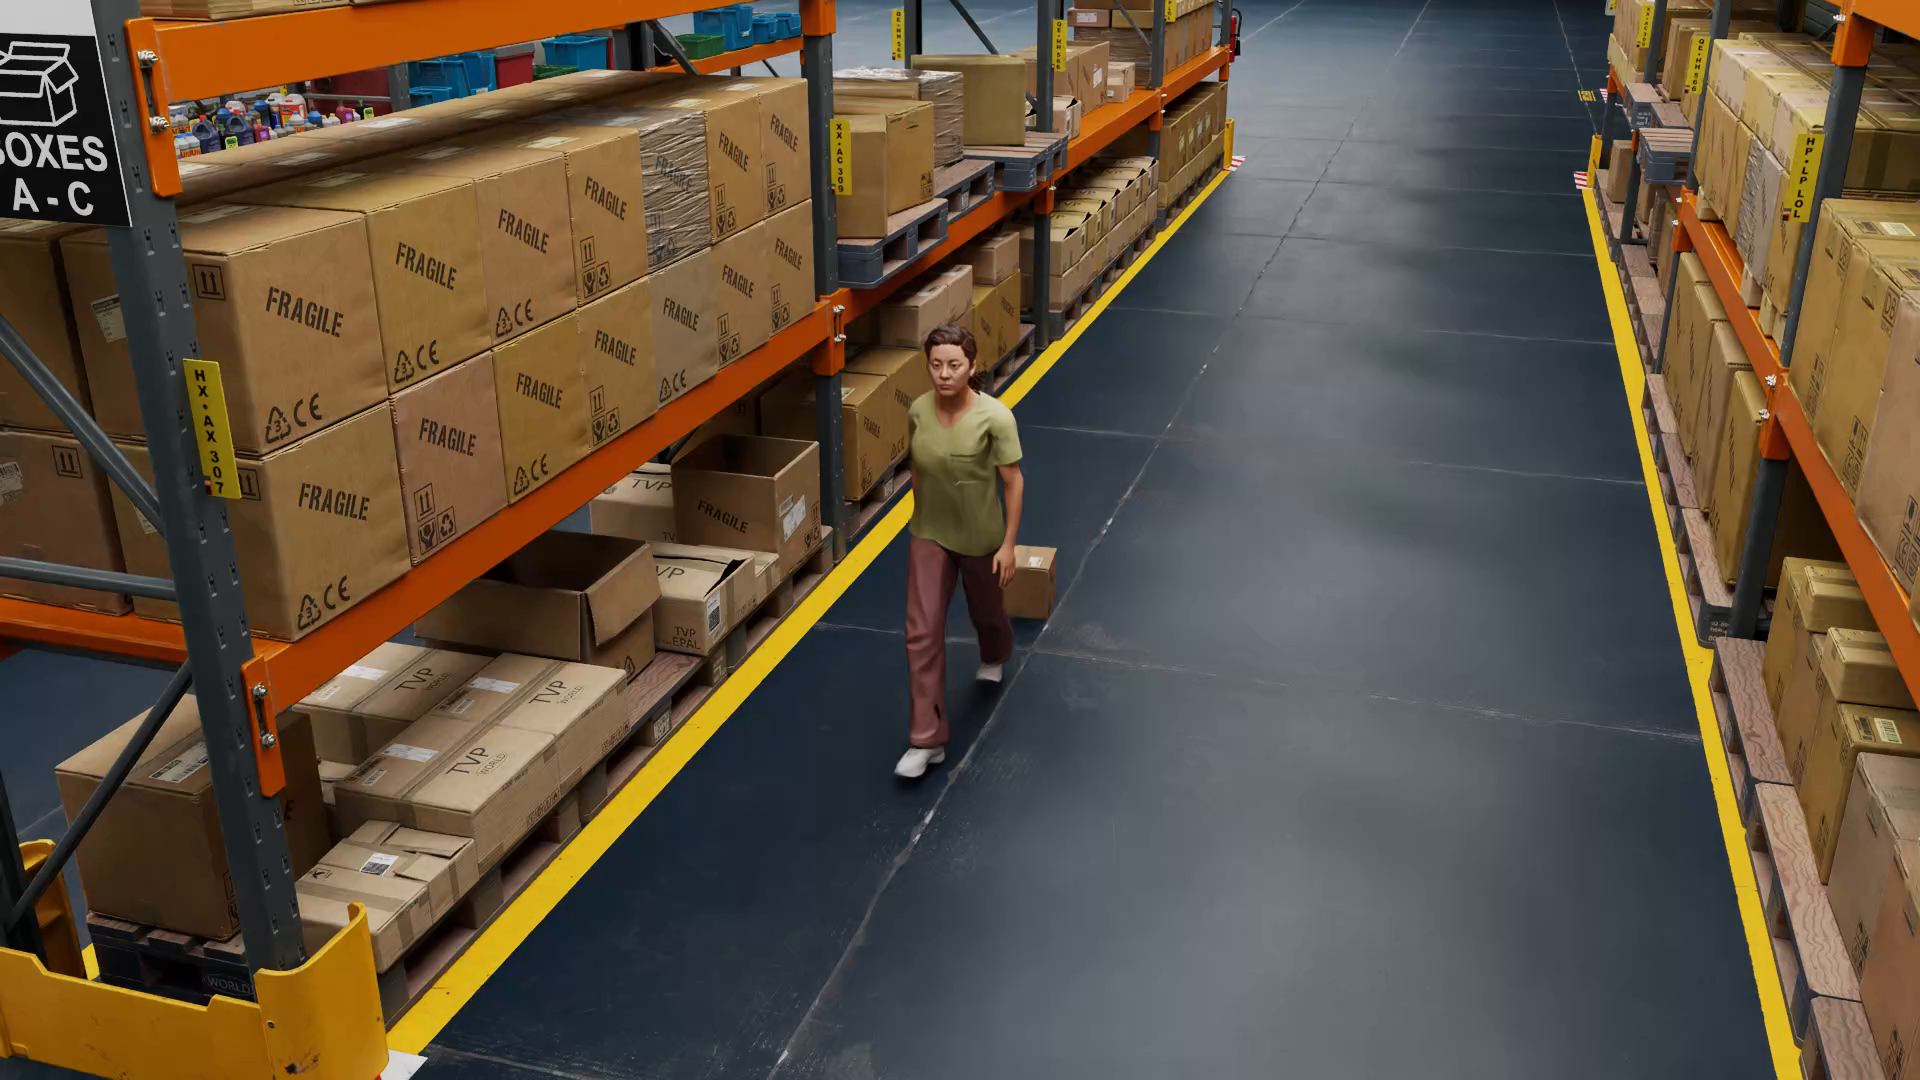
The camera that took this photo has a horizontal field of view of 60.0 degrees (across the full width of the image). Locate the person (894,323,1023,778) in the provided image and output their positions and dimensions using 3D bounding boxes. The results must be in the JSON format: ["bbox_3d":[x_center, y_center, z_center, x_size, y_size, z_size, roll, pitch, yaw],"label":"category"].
[{"bbox_3d":[0.019,-0.018,6.162,0.461,1.620,1.037,6,23,15],"label":"person"}]
